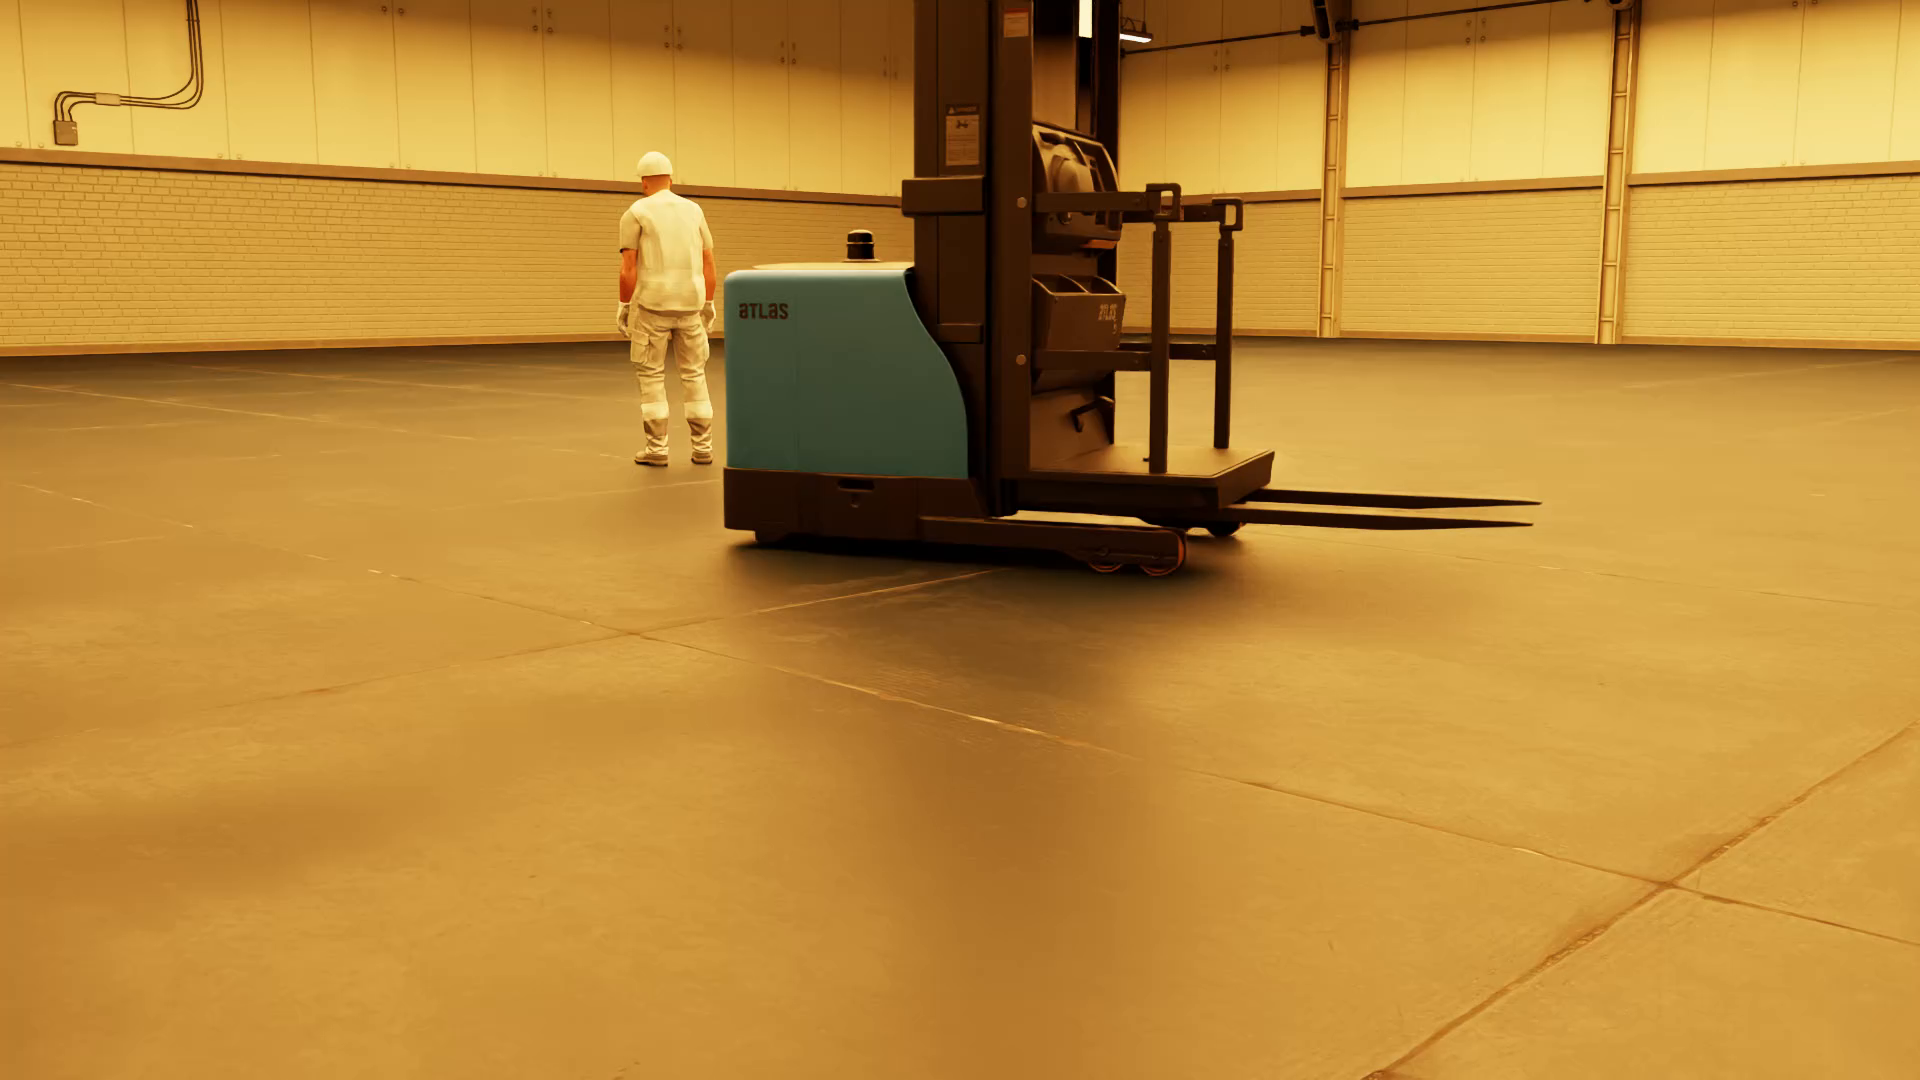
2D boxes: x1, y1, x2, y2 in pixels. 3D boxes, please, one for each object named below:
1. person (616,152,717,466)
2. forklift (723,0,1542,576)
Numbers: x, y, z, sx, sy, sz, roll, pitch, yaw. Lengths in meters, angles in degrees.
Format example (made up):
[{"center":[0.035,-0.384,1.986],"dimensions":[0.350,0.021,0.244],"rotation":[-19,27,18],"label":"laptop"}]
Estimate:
[{"center":[-1.682,-1.322,9.540],"dimensions":[0.612,1.778,0.451],"rotation":[-5,10,-31],"label":"person"},{"center":[0.635,-1.412,6.248],"dimensions":[3.031,2.935,1.130],"rotation":[3,9,22],"label":"forklift"}]
